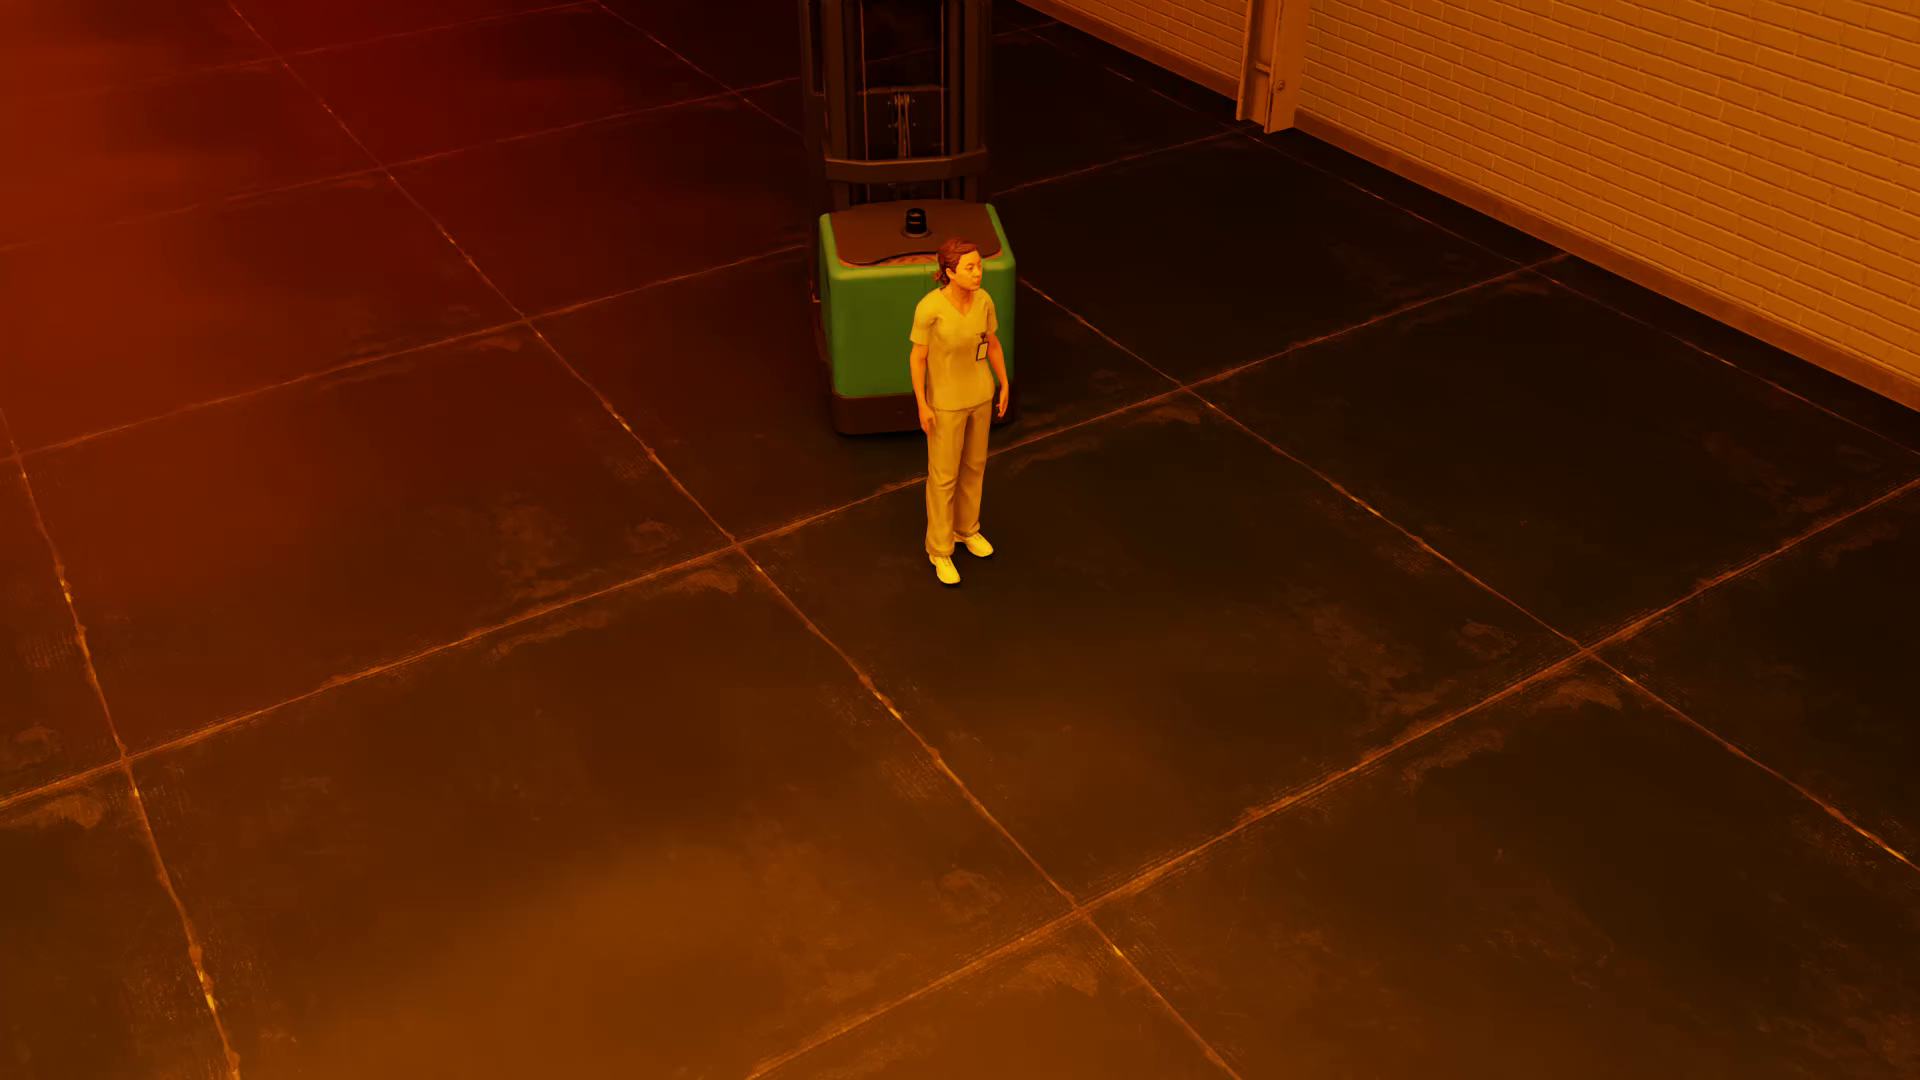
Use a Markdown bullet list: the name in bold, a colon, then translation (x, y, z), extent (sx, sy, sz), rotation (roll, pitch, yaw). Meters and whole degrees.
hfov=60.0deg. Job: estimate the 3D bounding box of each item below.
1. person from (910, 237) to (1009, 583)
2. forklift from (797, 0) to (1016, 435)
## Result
- **person**: translation (0.029, -0.647, 8.157), extent (0.549, 1.663, 0.548), rotation (-21, 40, -27)
- **forklift**: translation (-0.403, -2.632, 9.894), extent (1.130, 2.935, 3.031), rotation (-5, 35, -7)
